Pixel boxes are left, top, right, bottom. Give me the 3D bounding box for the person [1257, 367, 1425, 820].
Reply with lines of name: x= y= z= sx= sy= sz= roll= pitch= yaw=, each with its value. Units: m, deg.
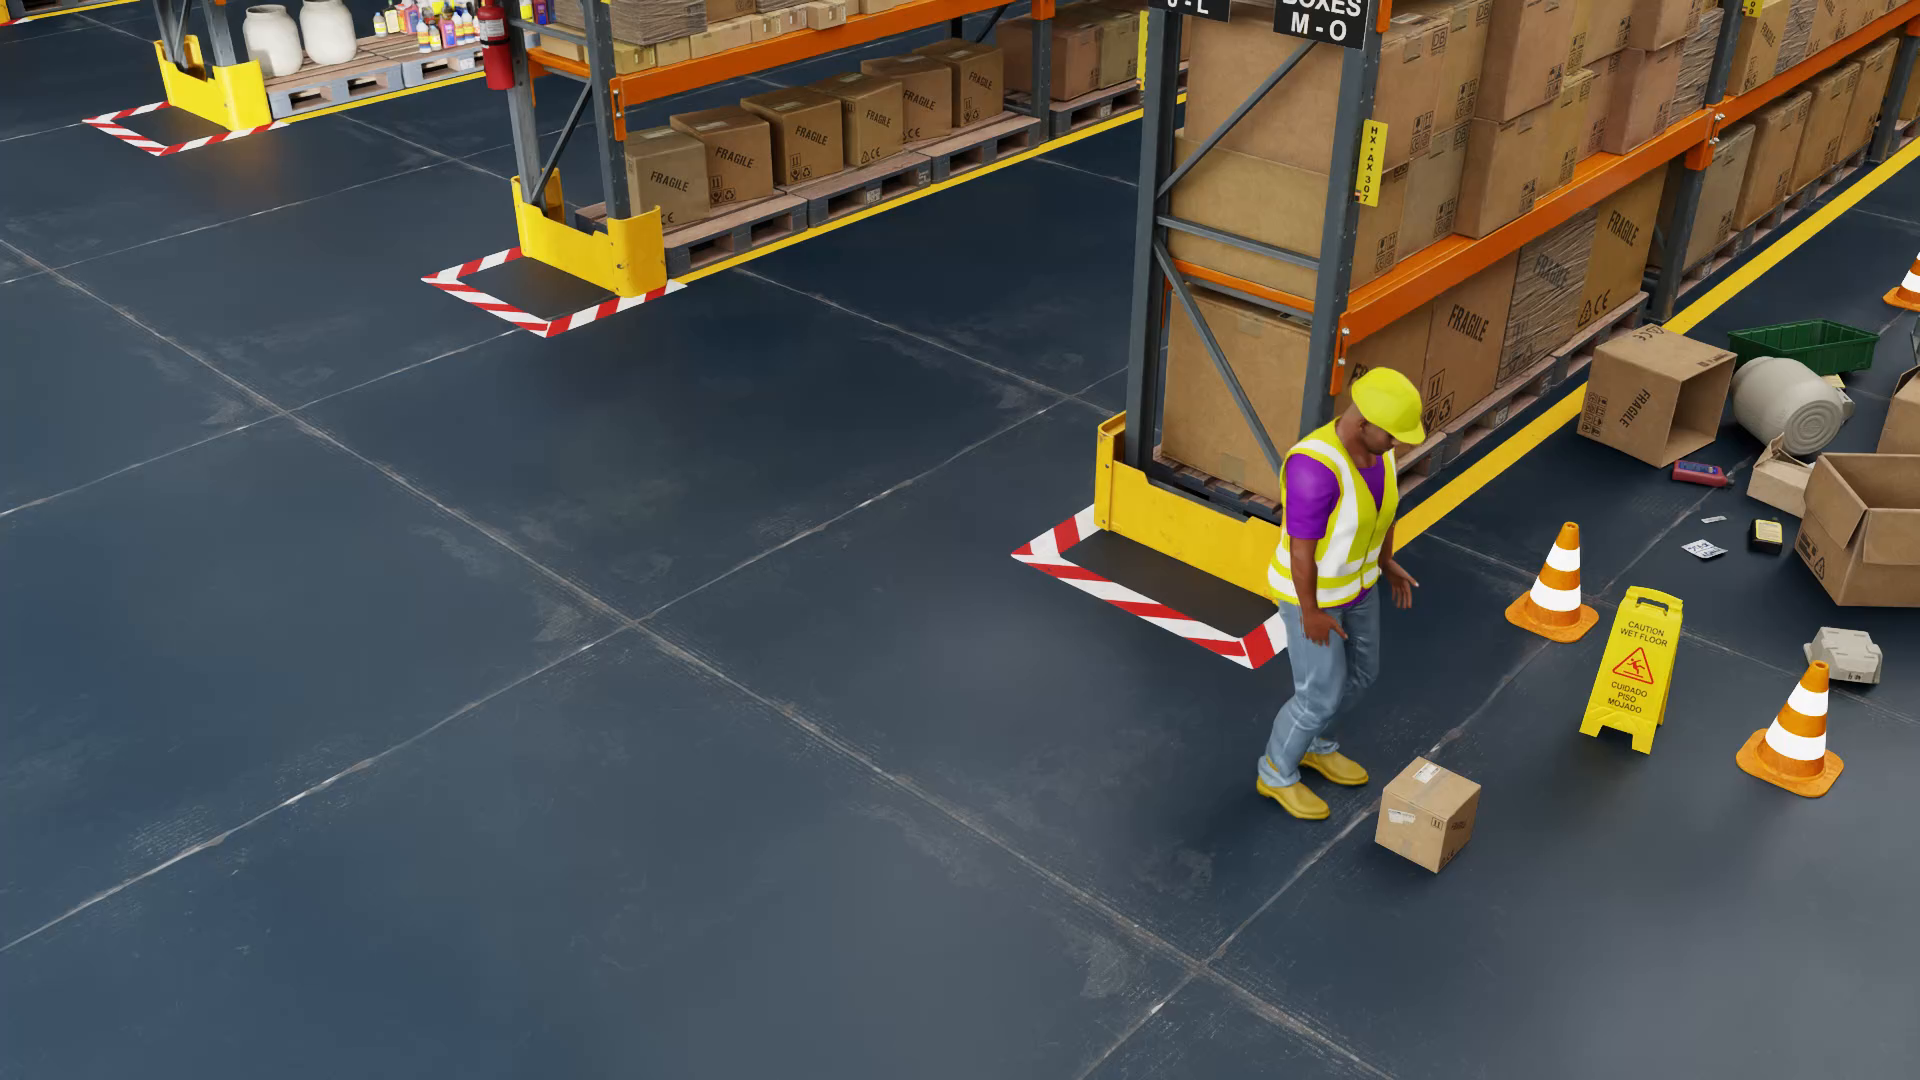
person: x=1.339 y=0.172 z=5.863 sx=0.422 sy=1.734 sz=0.584 roll=26 pitch=40 yaw=36
